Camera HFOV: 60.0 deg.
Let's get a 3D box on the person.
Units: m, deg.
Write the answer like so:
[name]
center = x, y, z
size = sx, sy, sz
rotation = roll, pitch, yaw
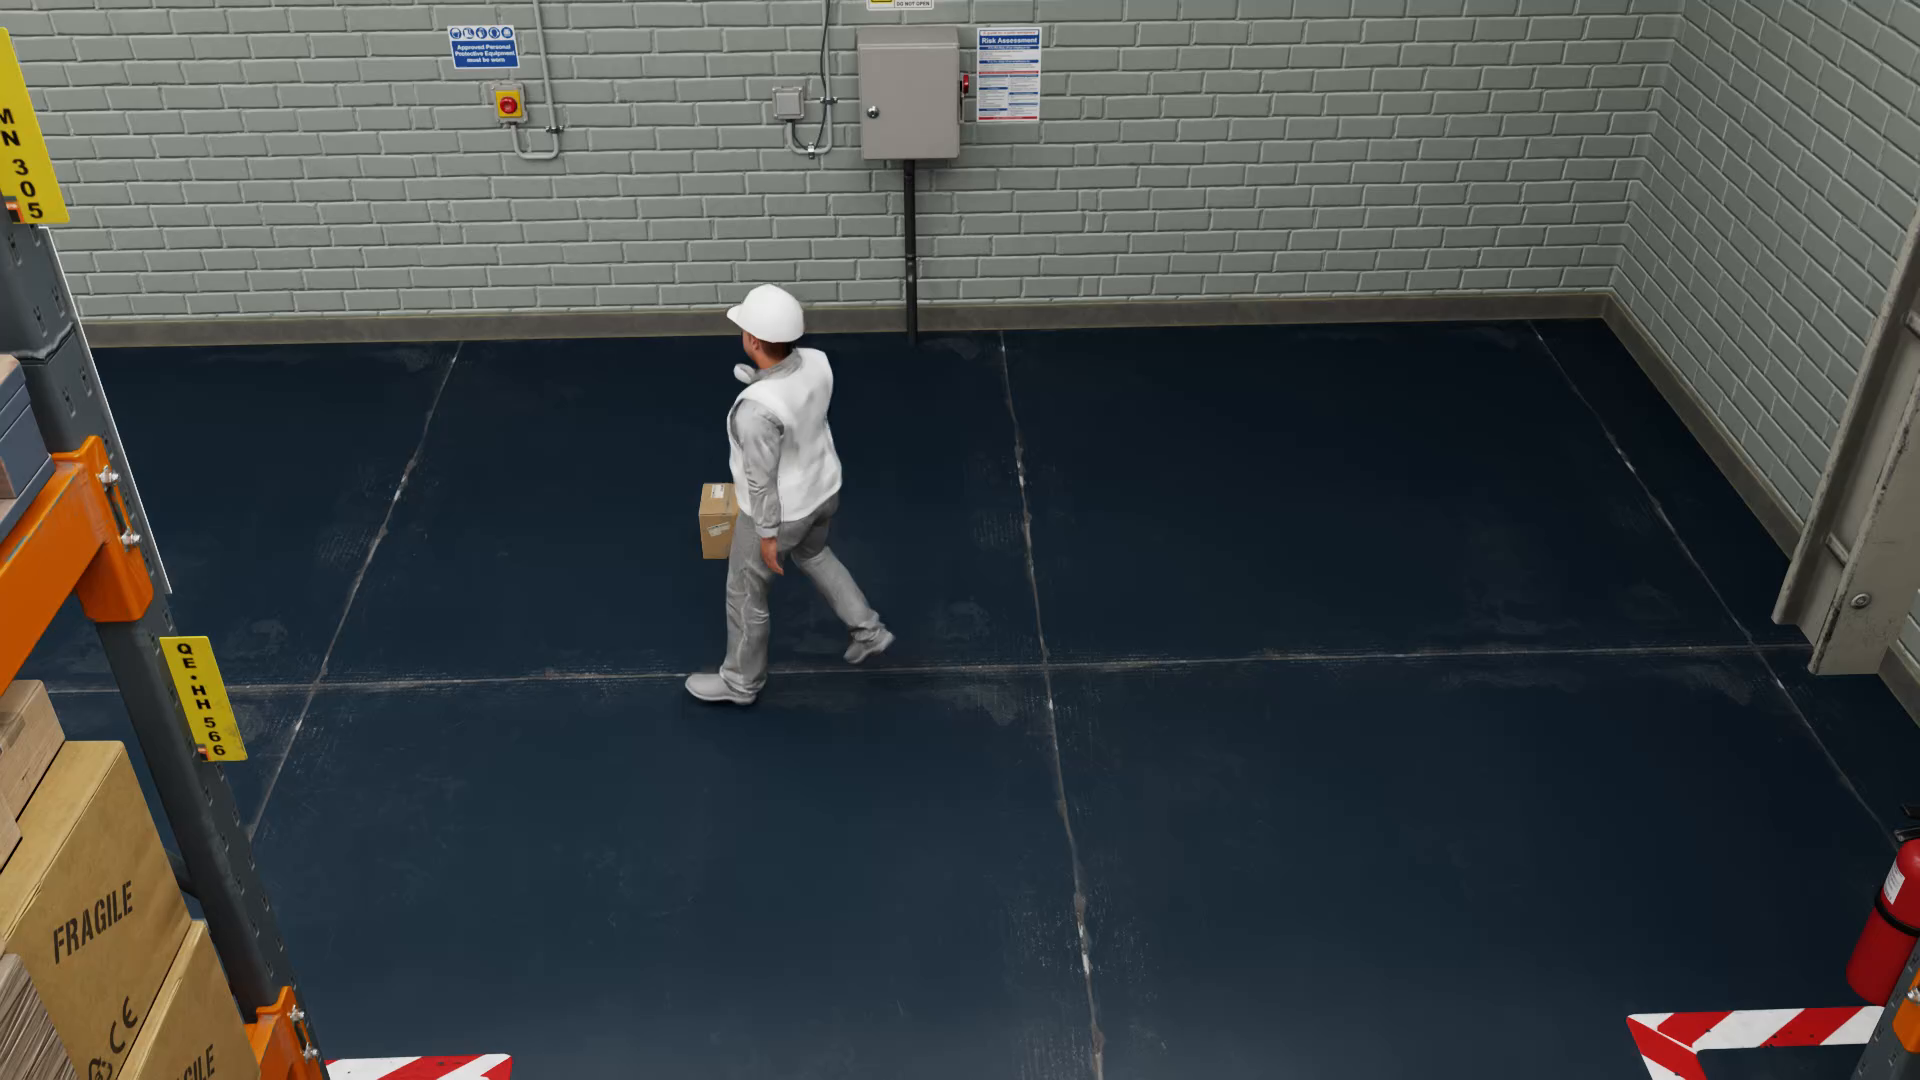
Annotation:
[person]
center = -0.665, -0.136, 6.299
size = 0.715, 1.759, 0.619
rotation = 20, 40, 26
